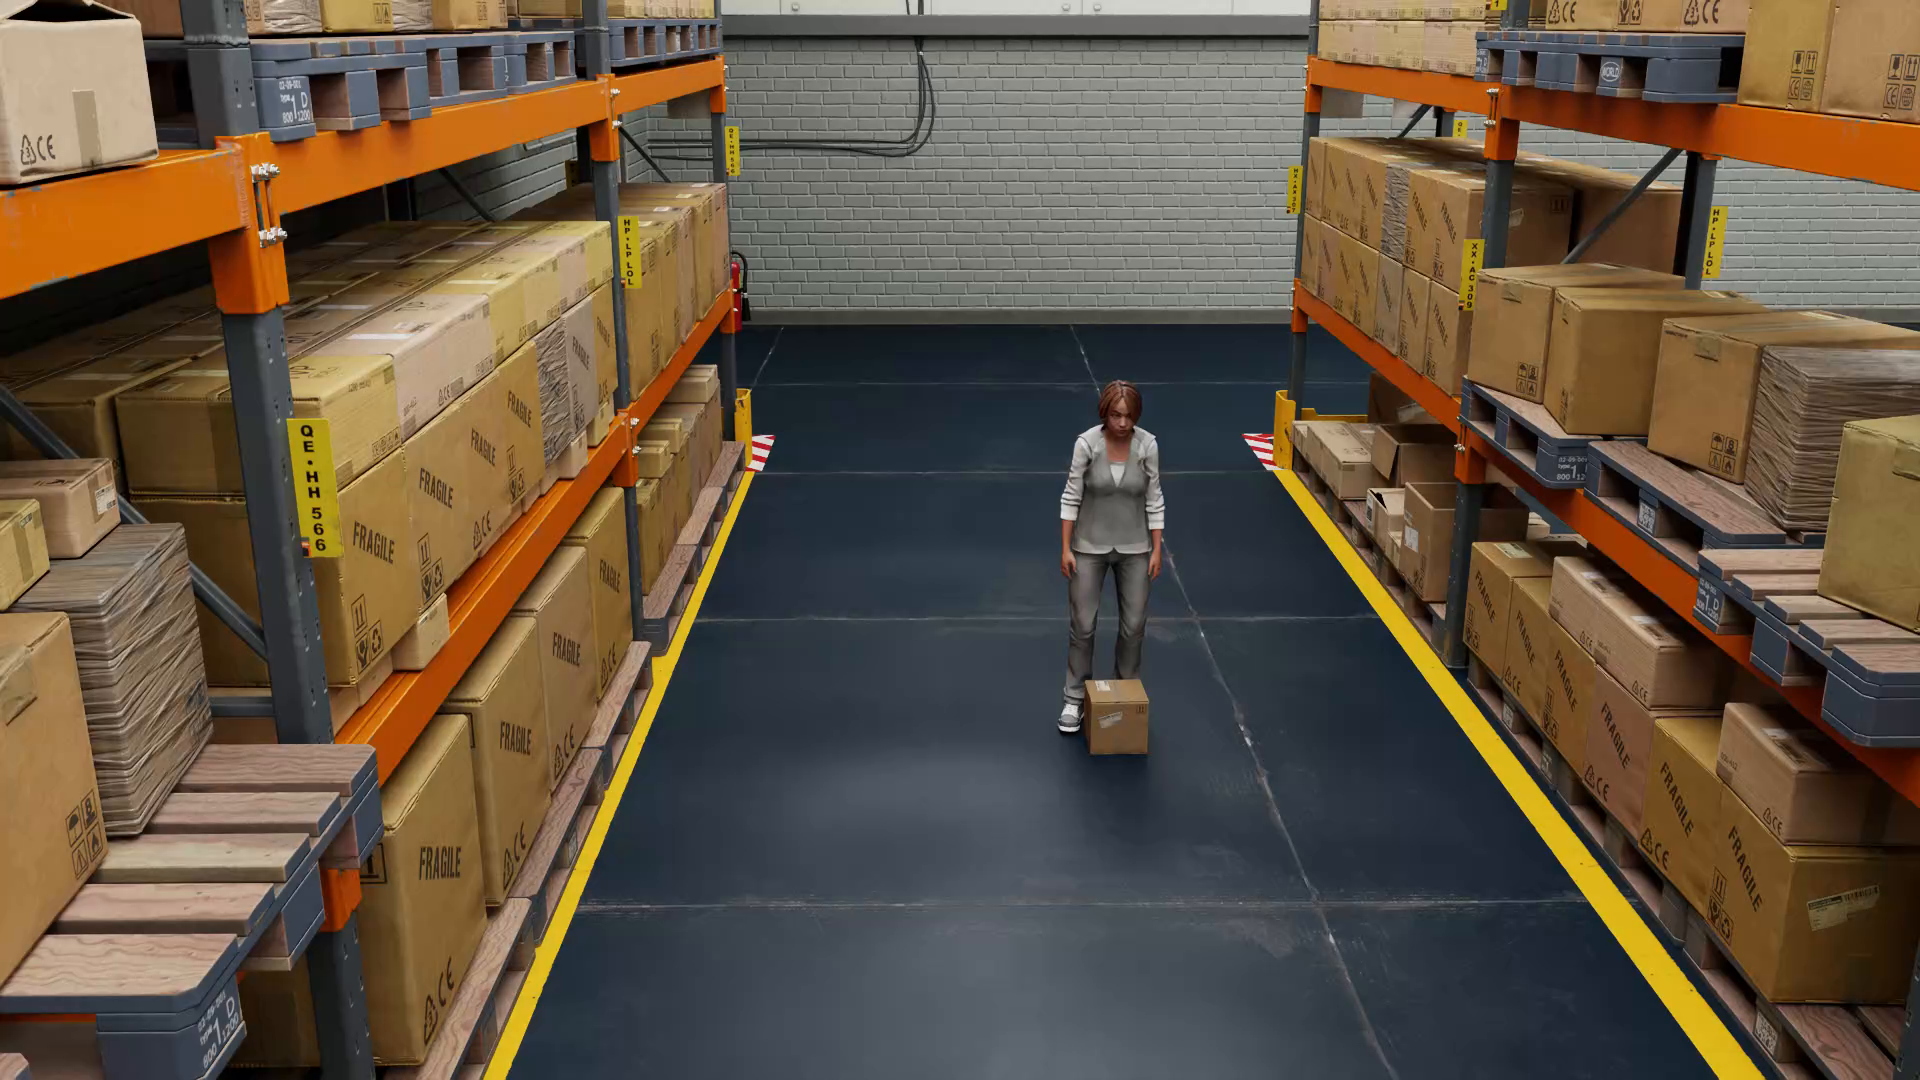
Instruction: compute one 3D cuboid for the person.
[{"bbox_3d":[0.671,0.067,7.353,0.460,1.593,0.346,0,17,-1],"label":"person"}]
